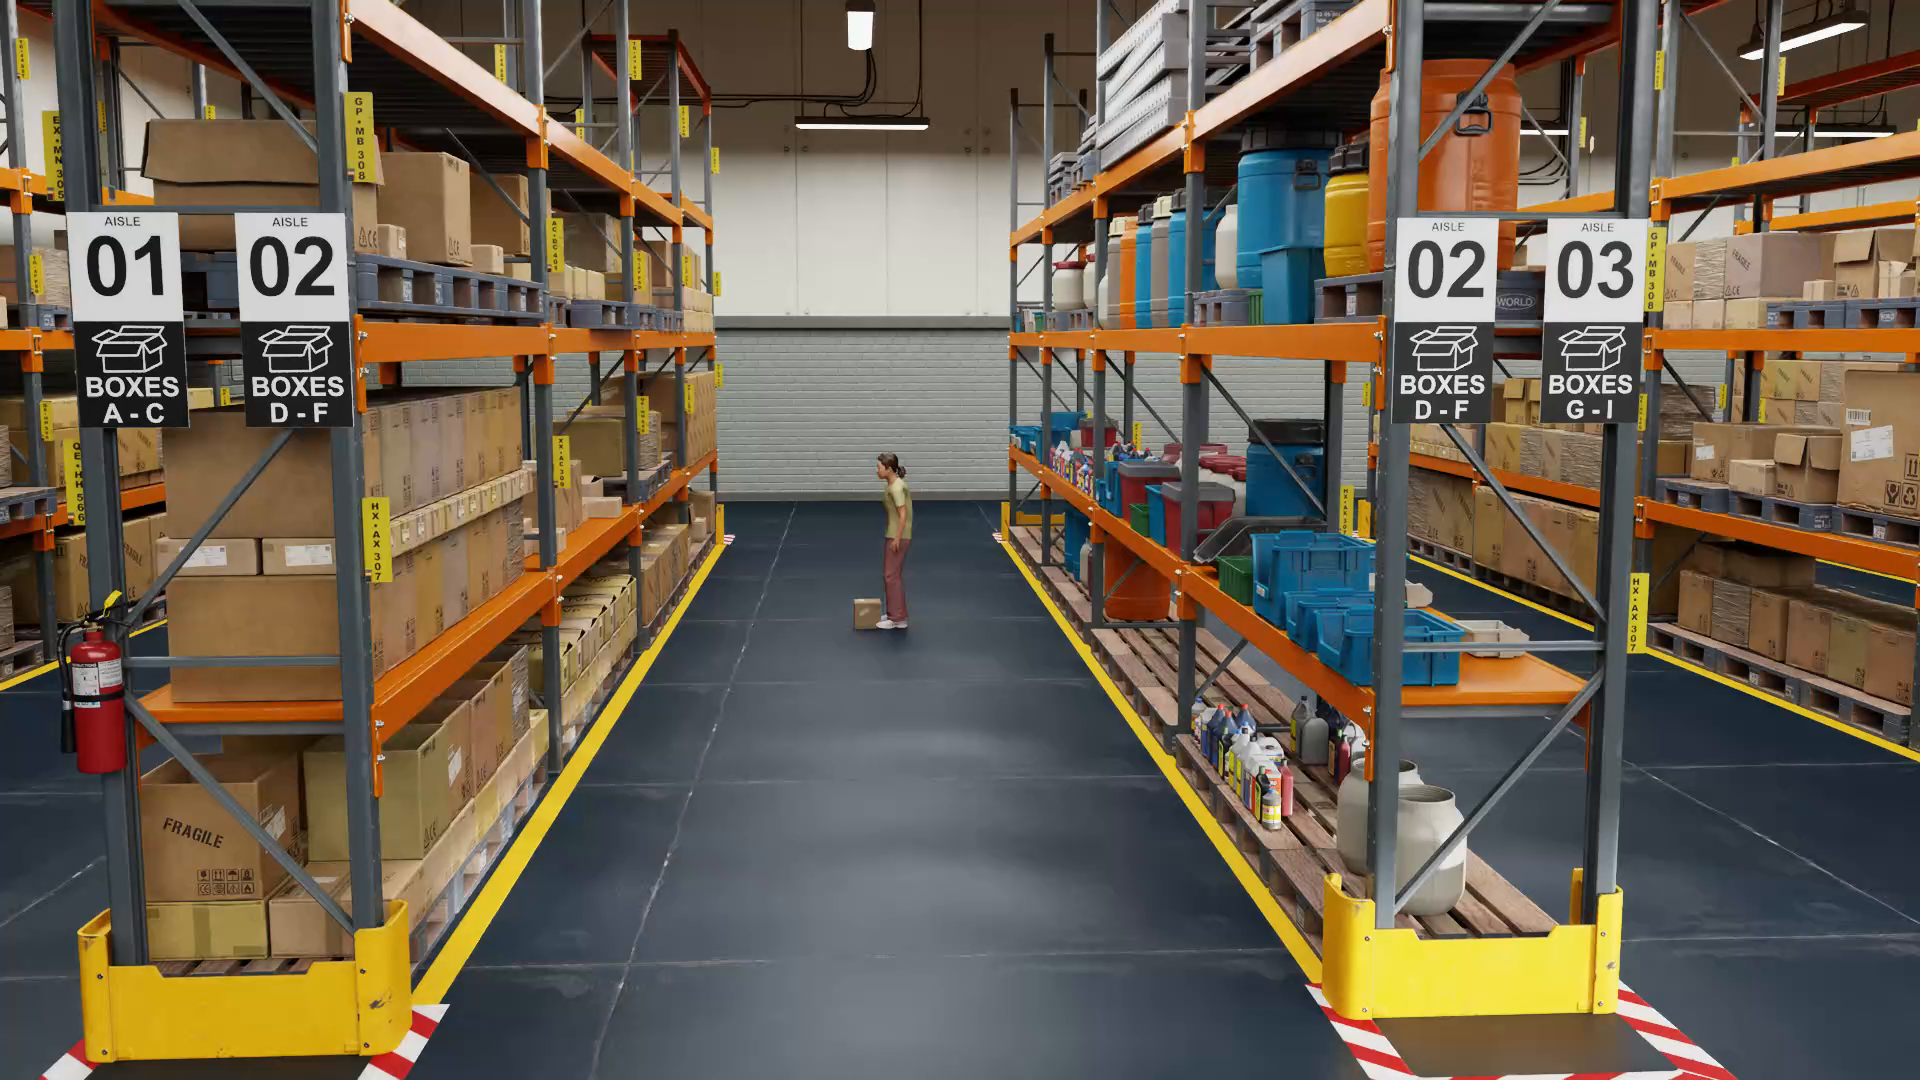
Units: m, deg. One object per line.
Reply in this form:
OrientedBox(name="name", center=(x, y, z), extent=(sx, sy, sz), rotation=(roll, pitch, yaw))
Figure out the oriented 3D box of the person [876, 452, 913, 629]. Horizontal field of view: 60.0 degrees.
OrientedBox(name="person", center=(-0.634, -0.004, 15.793), extent=(0.363, 1.671, 0.516), rotation=(-1, 7, -7))
